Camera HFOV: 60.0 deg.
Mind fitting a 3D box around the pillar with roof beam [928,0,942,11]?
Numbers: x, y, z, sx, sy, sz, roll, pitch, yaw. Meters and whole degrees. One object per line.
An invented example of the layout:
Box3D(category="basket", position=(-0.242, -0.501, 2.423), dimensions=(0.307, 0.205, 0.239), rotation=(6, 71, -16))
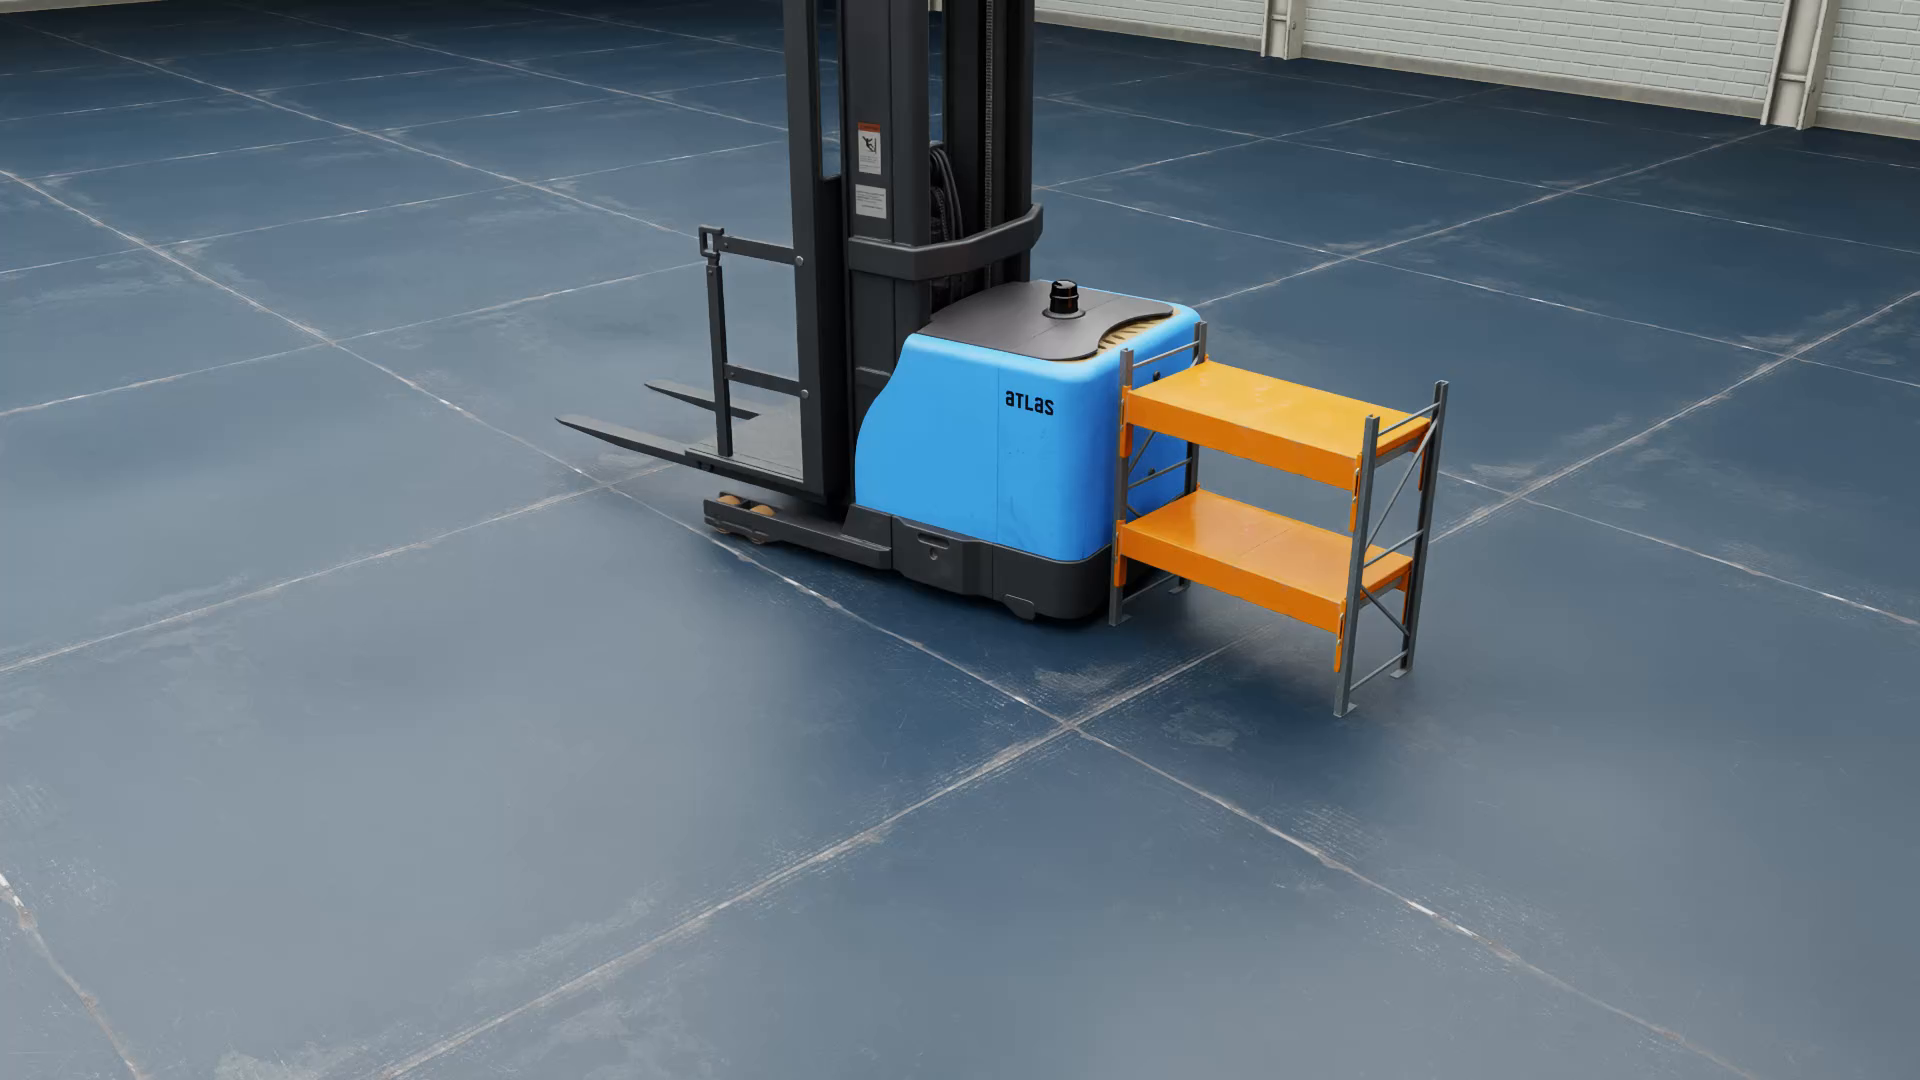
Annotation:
Box3D(category="pillar with roof beam", position=(-3.379, -10.505, 19.435), dimensions=(9.100, 9.000, 0.400), rotation=(-21, 32, -38))

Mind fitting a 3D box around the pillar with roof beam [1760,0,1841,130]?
Box3D(category="pillar with roof beam", position=(4.823, -6.869, 11.466), dimensions=(9.100, 9.000, 0.400), rotation=(-21, 32, -38))

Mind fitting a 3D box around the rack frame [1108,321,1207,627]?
Box3D(category="rack frame", position=(0.765, -0.251, 6.446), dimensions=(0.032, 1.125, 0.500), rotation=(21, 32, 39))

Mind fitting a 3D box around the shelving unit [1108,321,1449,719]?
Box3D(category="shelving unit", position=(1.135, -0.106, 6.128), dimensions=(1.048, 1.125, 0.538), rotation=(21, 32, 39))

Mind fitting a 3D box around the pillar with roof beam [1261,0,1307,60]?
Box3D(category="pillar with roof beam", position=(0.722, -8.687, 15.450), dimensions=(9.100, 9.000, 0.400), rotation=(-21, 32, -38))

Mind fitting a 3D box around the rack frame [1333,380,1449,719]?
Box3D(category="rack frame", position=(1.504, 0.039, 5.810), dimensions=(0.032, 1.125, 0.500), rotation=(21, 32, 39))

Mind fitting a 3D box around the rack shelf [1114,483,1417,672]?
Box3D(category="rack shelf", position=(1.135, 0.116, 6.229), dimensions=(1.000, 0.278, 0.538), rotation=(21, 32, 39))

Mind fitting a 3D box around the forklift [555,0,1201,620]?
Box3D(category="forklift", position=(-0.514, -1.479, 6.961), dimensions=(3.031, 2.935, 1.130), rotation=(16, 29, 31))

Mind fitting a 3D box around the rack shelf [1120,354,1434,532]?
Box3D(category="rack shelf", position=(1.135, -0.373, 6.006), dimensions=(1.000, 0.278, 0.538), rotation=(21, 32, 39))
